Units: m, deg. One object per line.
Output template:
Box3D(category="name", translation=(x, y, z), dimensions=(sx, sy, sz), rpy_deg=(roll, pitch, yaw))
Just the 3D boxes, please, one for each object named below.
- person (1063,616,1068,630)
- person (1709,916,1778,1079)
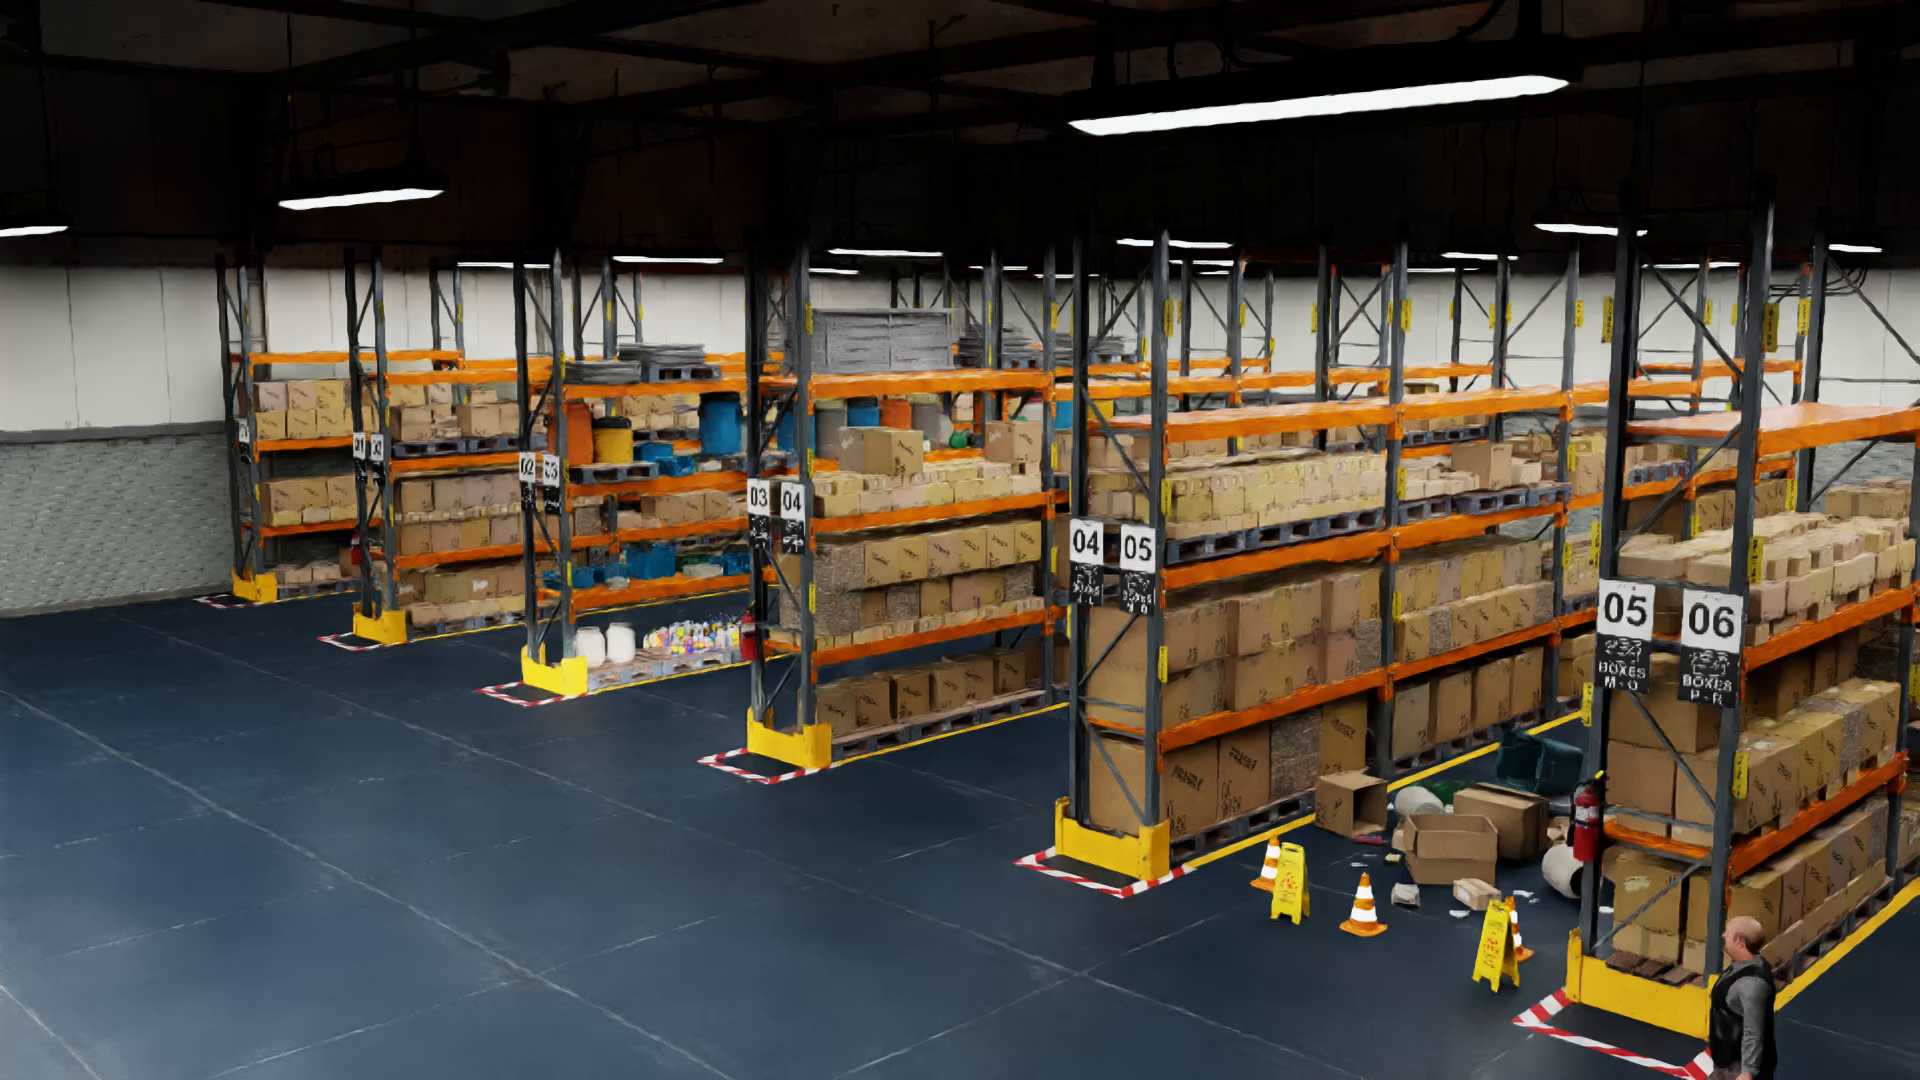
Box3D(category="person", translation=(1.677, 0.853, 24.546), dimensions=(0.692, 1.665, 0.641), rpy_deg=(-3, 9, -22))
Box3D(category="person", translation=(4.532, 2.998, 9.492), dimensions=(0.532, 1.716, 0.628), rpy_deg=(3, 9, 19))
